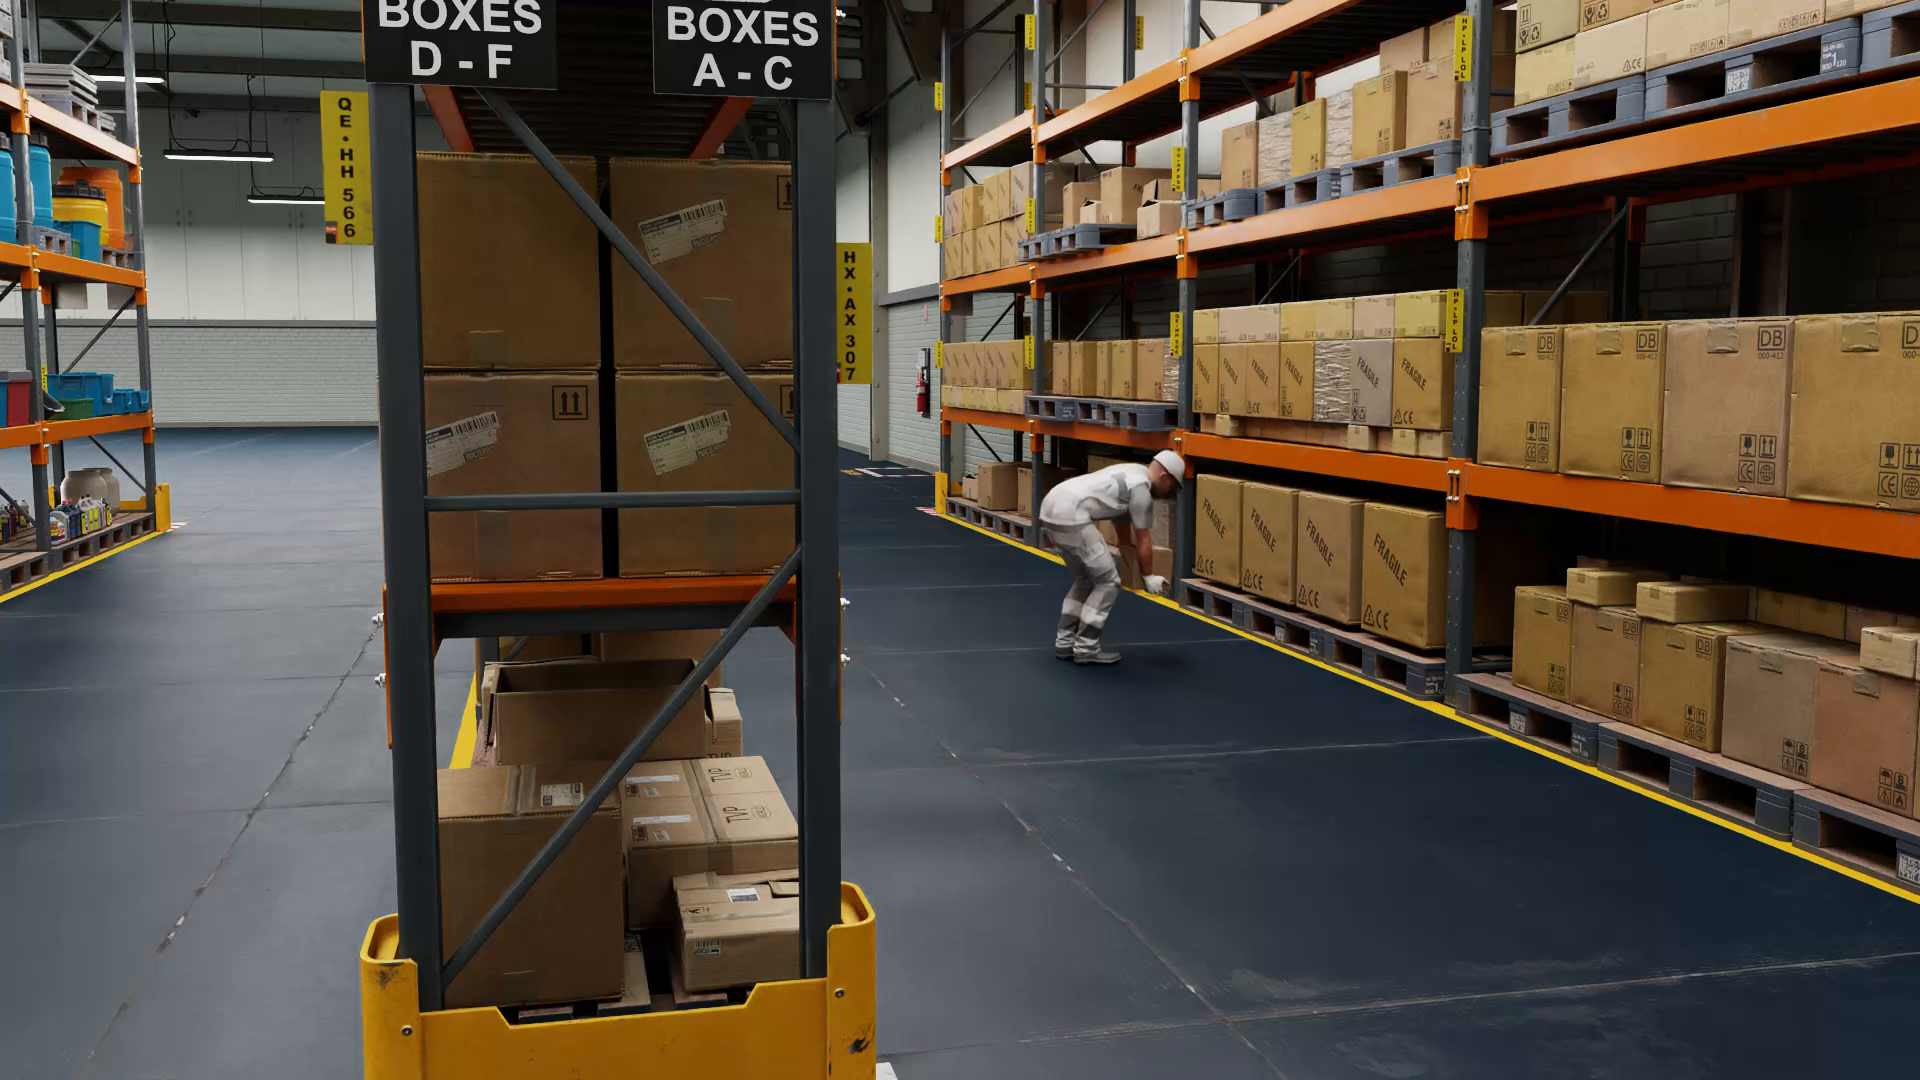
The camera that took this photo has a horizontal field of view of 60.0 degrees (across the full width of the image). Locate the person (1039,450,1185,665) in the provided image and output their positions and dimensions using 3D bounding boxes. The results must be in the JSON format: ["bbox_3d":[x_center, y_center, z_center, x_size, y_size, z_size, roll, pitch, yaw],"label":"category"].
[{"bbox_3d":[0.945,0.097,10.228,0.919,1.287,0.499,-2,6,-16],"label":"person"}]
